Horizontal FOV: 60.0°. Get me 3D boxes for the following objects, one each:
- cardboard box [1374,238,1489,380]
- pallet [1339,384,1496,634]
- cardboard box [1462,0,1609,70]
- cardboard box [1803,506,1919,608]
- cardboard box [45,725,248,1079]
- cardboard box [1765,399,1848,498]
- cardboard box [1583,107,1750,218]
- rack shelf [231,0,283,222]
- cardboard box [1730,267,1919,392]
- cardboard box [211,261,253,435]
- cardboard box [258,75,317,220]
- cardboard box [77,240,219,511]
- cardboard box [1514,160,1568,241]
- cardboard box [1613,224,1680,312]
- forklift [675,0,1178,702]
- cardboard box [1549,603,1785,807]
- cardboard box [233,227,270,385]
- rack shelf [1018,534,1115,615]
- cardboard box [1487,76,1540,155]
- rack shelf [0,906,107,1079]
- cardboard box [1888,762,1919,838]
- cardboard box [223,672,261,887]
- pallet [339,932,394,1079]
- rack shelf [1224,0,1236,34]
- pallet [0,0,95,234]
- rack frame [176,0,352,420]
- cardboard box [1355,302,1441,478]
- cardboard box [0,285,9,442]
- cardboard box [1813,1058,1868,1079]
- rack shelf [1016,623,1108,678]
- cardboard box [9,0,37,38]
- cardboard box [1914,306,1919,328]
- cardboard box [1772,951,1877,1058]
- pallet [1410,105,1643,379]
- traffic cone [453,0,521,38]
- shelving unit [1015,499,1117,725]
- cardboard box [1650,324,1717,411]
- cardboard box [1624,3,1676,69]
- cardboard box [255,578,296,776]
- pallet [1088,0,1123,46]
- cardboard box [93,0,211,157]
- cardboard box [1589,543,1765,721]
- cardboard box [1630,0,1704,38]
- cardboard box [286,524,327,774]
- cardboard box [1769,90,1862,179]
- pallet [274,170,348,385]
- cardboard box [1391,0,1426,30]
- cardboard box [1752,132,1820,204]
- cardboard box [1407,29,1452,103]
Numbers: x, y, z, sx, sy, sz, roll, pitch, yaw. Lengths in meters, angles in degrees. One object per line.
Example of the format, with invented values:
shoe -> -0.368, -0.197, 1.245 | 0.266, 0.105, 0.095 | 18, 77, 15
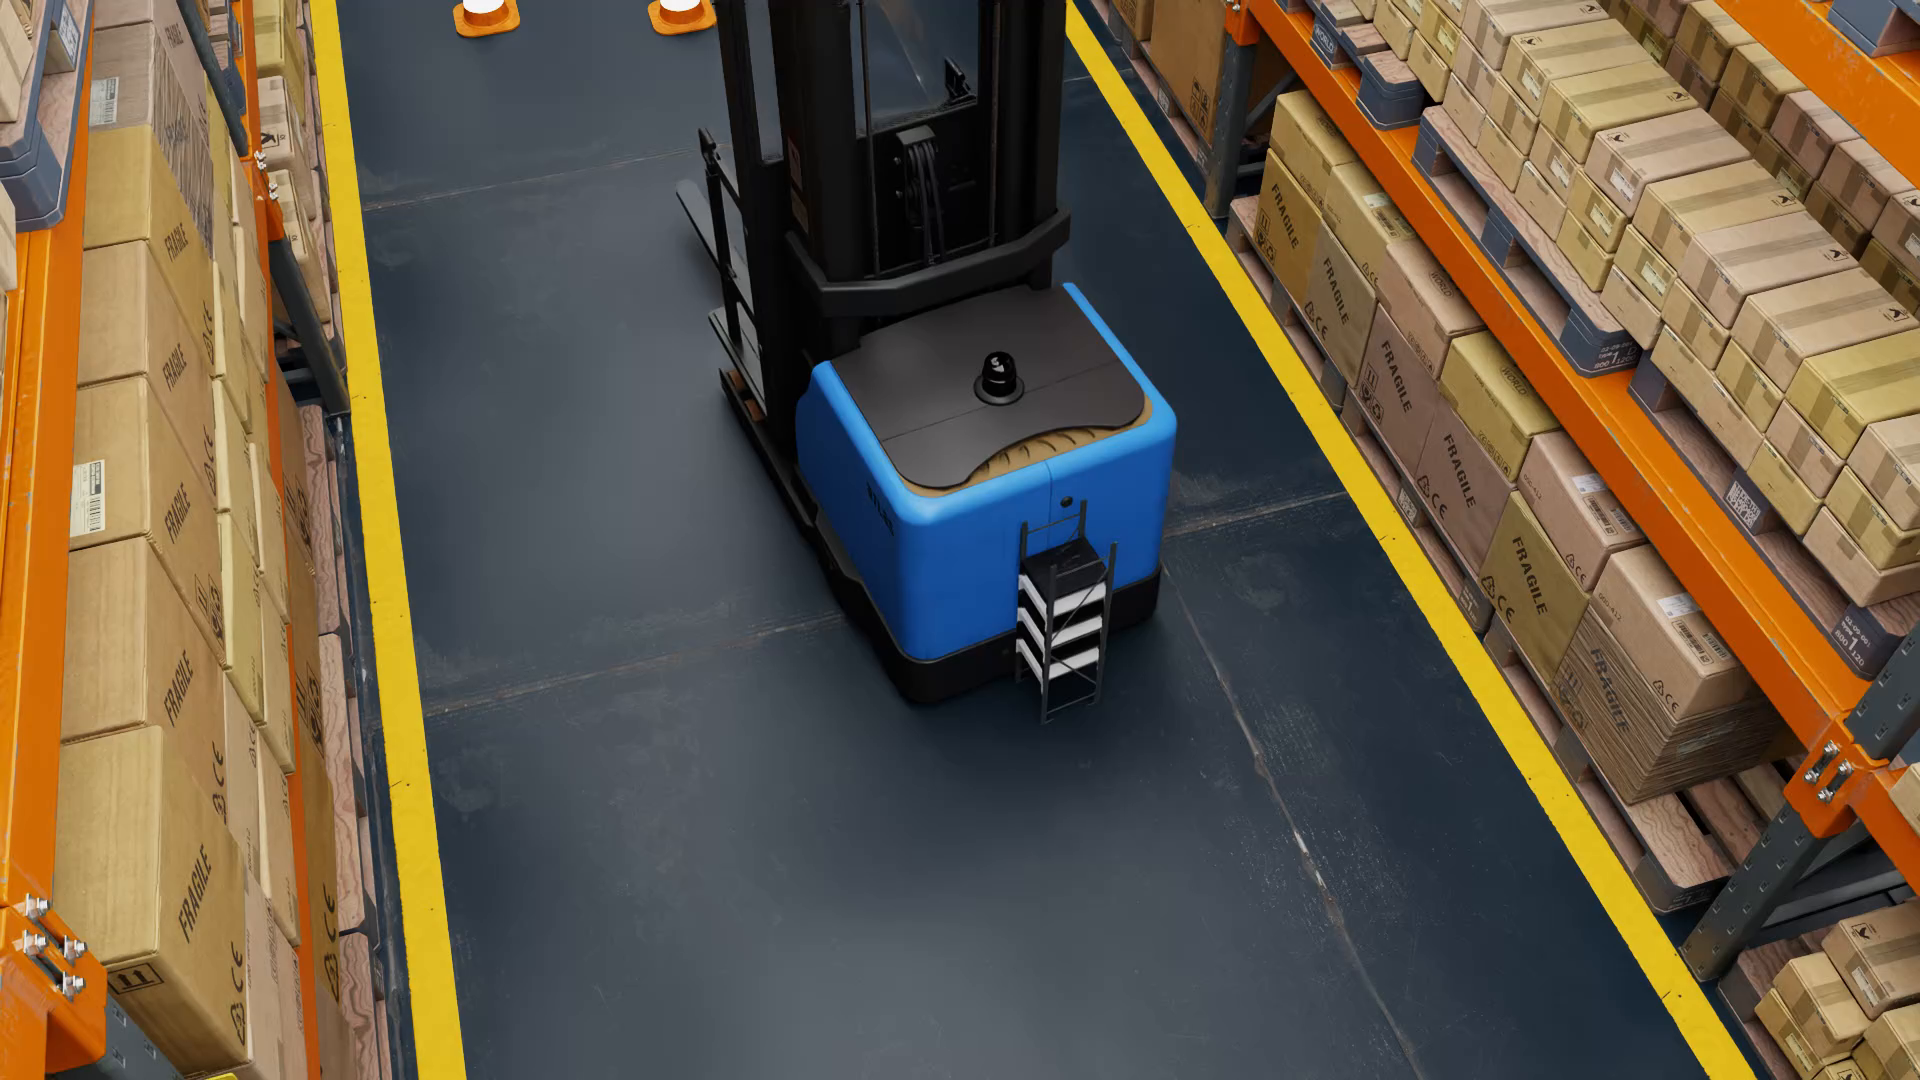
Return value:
cardboard box -> 1.904, -0.899, 6.206 | 0.500, 0.250, 0.500 | -13, 51, -11
pallet -> 2.234, -0.262, 6.622 | 1.003, 0.211, 1.213 | -13, 51, -11
cardboard box -> 1.909, -1.719, 5.528 | 0.380, 0.149, 0.250 | -11, 51, -9
cardboard box -> 2.524, 0.001, 4.467 | 0.380, 0.149, 0.250 | -14, 51, -12
cardboard box -> -1.724, 0.753, 3.224 | 0.500, 0.500, 0.500 | -13, 51, -11
cardboard box -> 2.445, -0.288, 4.515 | 0.380, 0.149, 0.250 | -13, 51, -11
cardboard box -> 2.140, -1.147, 5.045 | 0.380, 0.149, 0.250 | -15, 52, -13
rack shelf -> -3.643, -2.657, 7.288 | 1.077, 0.370, 4.000 | -13, 51, -11
cardboard box -> 2.370, -0.580, 4.567 | 0.380, 0.149, 0.250 | -15, 51, -12
cardboard box -> -2.340, -0.501, 4.772 | 0.500, 0.250, 0.500 | -15, 51, -12
cardboard box -> -3.435, -1.668, 7.428 | 0.950, 0.372, 0.625 | -14, 51, -12
cardboard box -> -2.206, -0.356, 4.158 | 0.500, 0.500, 0.500 | -14, 51, -12
cardboard box -> 2.056, -1.145, 5.432 | 0.380, 0.149, 0.250 | -15, 51, -12
cardboard box -> 2.213, -0.859, 4.997 | 0.380, 0.149, 0.250 | -16, 52, -13
forklift -> -0.351, -1.507, 5.893 | 1.130, 2.935, 3.031 | -20, 53, -16
cardboard box -> 2.371, 0.487, 5.527 | 0.500, 0.500, 0.500 | -14, 51, -12
cardboard box -> -2.488, -0.699, 5.265 | 0.500, 0.250, 0.500 | -12, 51, -10
rack shelf -> 0.354, 0.113, 5.546 | 0.258, 0.077, 0.200 | -20, 53, -16
cardboard box -> 1.981, -1.432, 5.480 | 0.380, 0.149, 0.250 | -14, 51, -11
rack shelf -> -1.277, 2.219, 1.215 | 1.077, 0.370, 4.000 | -13, 51, -11
cardboard box -> 2.601, 0.662, 4.184 | 0.380, 0.149, 0.250 | -12, 51, -10
cardboard box -> -1.910, 0.621, 3.825 | 0.500, 0.250, 0.500 | -13, 51, -10
pallet -> -2.169, 1.846, 4.845 | 1.003, 0.211, 1.213 | -13, 51, -11
rack shelf -> 1.056, -3.850, 8.294 | 1.077, 0.370, 4.000 | -13, 51, -11
pallet -> -2.477, -1.059, 3.633 | 1.003, 0.211, 1.213 | -11, 51, -9
rack frame -> -3.052, -1.428, 5.781 | 1.000, 3.000, 0.127 | -13, 51, -11
cardboard box -> 1.921, -0.636, 6.474 | 0.500, 0.500, 0.500 | -14, 51, -12
cardboard box -> -1.852, -0.350, 2.571 | 0.500, 0.500, 0.500 | -14, 51, -12
cardboard box -> 2.710, 1.617, 4.804 | 0.380, 0.149, 0.250 | -12, 51, -10
rack shelf -> 0.354, 0.345, 5.821 | 0.258, 0.077, 0.200 | -20, 53, -16
cardboard box -> -2.253, -1.341, 3.406 | 0.500, 0.500, 0.500 | -13, 51, -11
cardboard box -> 2.998, -0.619, 4.794 | 0.380, 0.149, 0.250 | -12, 51, -10
cardboard box -> 2.632, 1.325, 4.856 | 0.380, 0.149, 0.250 | -11, 51, -9
pallet -> 2.272, -1.122, 5.650 | 1.003, 0.211, 1.213 | -13, 51, -11
traffic cone -> -2.530, -2.942, 8.718 | 0.336, 0.463, 0.334 | -13, 51, -11
shelving unit -> 0.354, 0.266, 5.727 | 0.258, 0.900, 0.210 | -20, 53, -16
cardboard box -> 2.301, -0.554, 4.935 | 0.380, 0.149, 0.250 | -16, 52, -13
cardboard box -> 2.534, -1.762, 5.758 | 0.380, 0.149, 0.250 | -14, 51, -11
cardboard box -> -2.037, 0.405, 4.334 | 0.500, 0.250, 0.500 | -14, 51, -11
pallet -> 1.129, -3.204, 9.103 | 1.003, 0.211, 1.213 | -13, 51, -11
cardboard box -> -2.649, -1.464, 5.092 | 0.500, 0.500, 0.500 | -15, 51, -12
cardboard box -> 2.368, 0.242, 5.243 | 0.500, 0.250, 0.500 | -15, 51, -12
cardboard box -> 2.528, -1.866, 5.651 | 0.380, 0.149, 0.250 | -13, 51, -11
cardboard box -> -2.667, 0.297, 5.442 | 0.875, 0.875, 0.875 | -13, 51, -11
cardboard box -> 2.770, -1.281, 5.158 | 0.380, 0.149, 0.250 | -12, 51, -10
pallet -> -3.281, -1.100, 7.329 | 1.003, 0.211, 1.213 | -13, 51, -11
cardboard box -> 1.763, -1.981, 5.943 | 0.380, 0.149, 0.250 | -15, 51, -12
cardboard box -> 2.760, -1.199, 5.283 | 0.380, 0.149, 0.250 | -14, 51, -12
cardboard box -> 1.827, -1.713, 5.912 | 0.380, 0.149, 0.250 | -11, 51, -9
